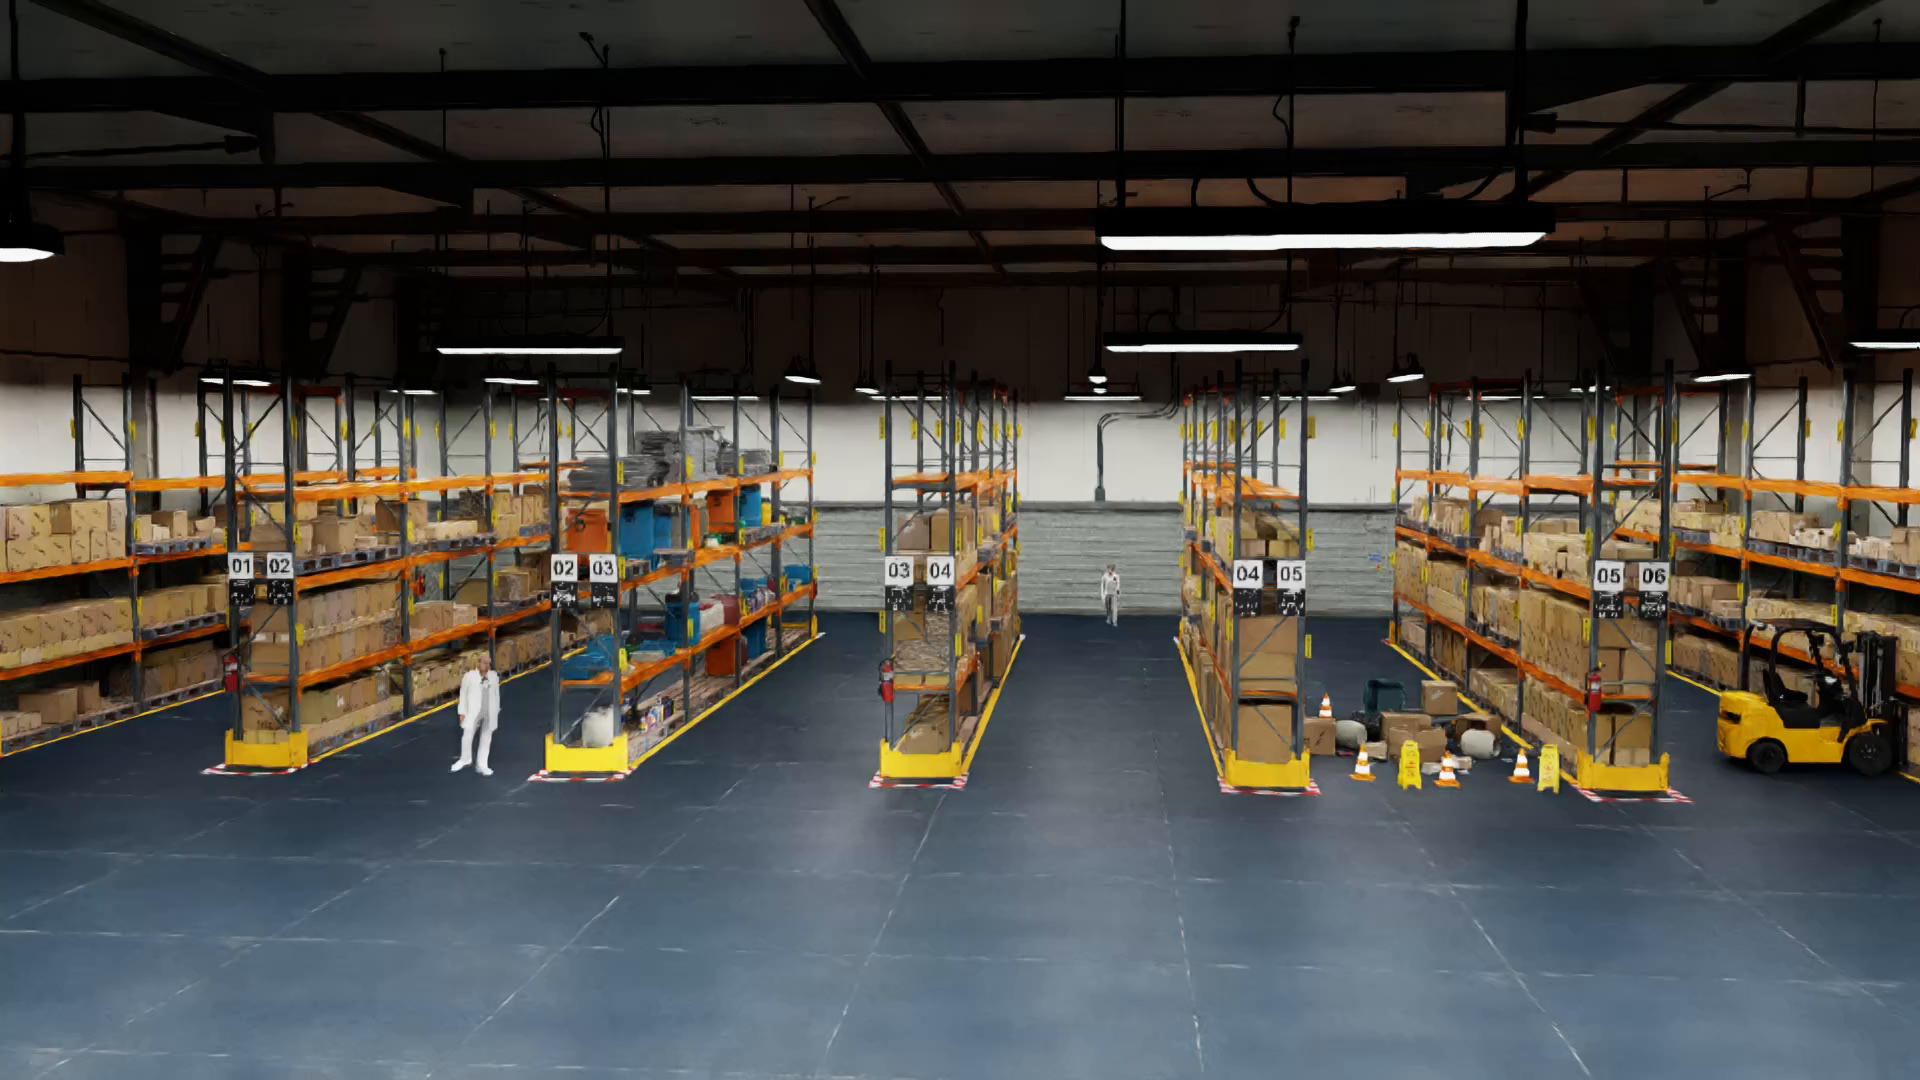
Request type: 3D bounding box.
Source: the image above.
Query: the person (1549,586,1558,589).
[{"bbox_3d":[13.162,1.766,36.894,0.527,1.588,0.547,1,4,21],"label":"person"}]

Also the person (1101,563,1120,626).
[{"bbox_3d":[3.866,1.381,42.710,0.495,1.589,1.086,0,4,8],"label":"person"}]

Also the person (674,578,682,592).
[{"bbox_3d":[-6.203,1.692,37.128,0.549,1.709,1.128,0,4,3],"label":"person"}]

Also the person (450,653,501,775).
[{"bbox_3d":[-7.019,2.582,24.145,0.725,1.651,0.515,-3,5,-35],"label":"person"}]
